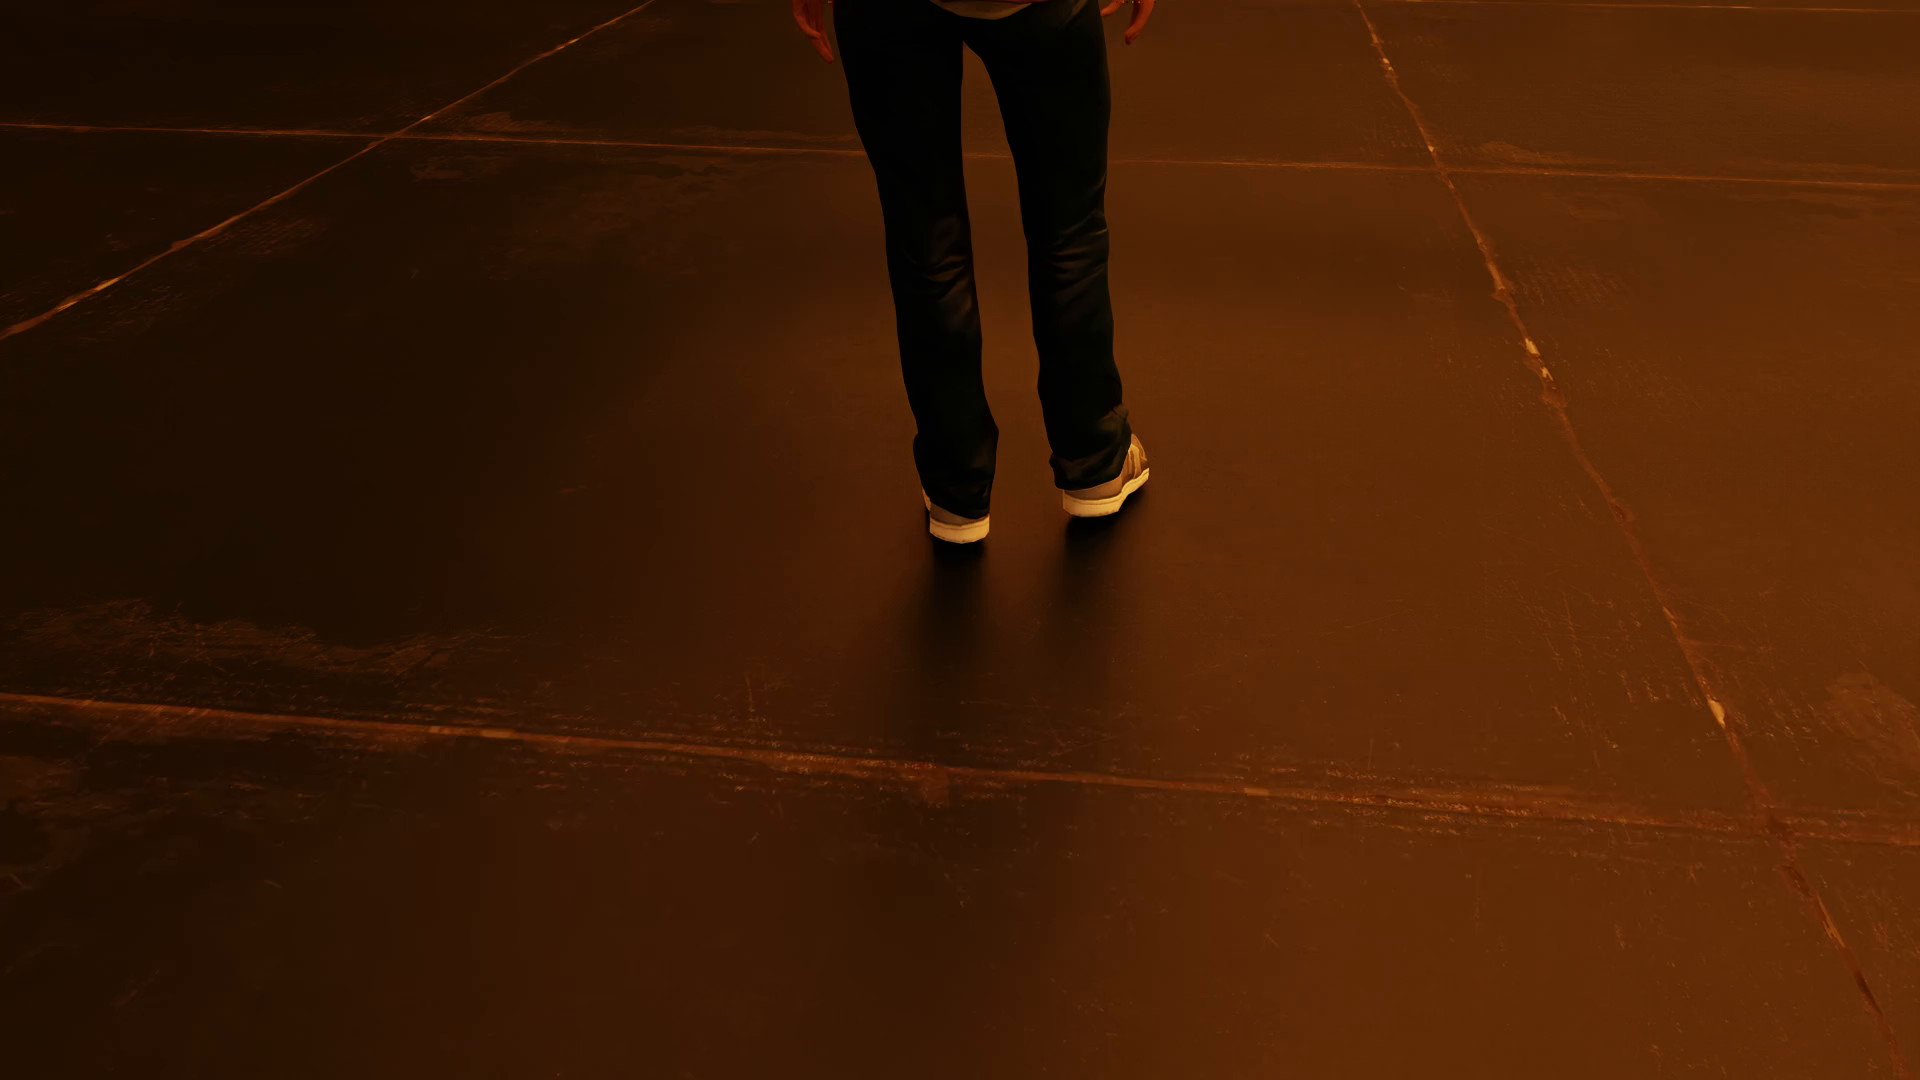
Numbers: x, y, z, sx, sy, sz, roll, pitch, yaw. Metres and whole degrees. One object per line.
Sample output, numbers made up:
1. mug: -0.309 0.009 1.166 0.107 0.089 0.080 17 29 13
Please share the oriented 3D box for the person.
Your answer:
1. person: 0.024 -0.754 2.205 0.520 1.599 0.473 3 27 7
